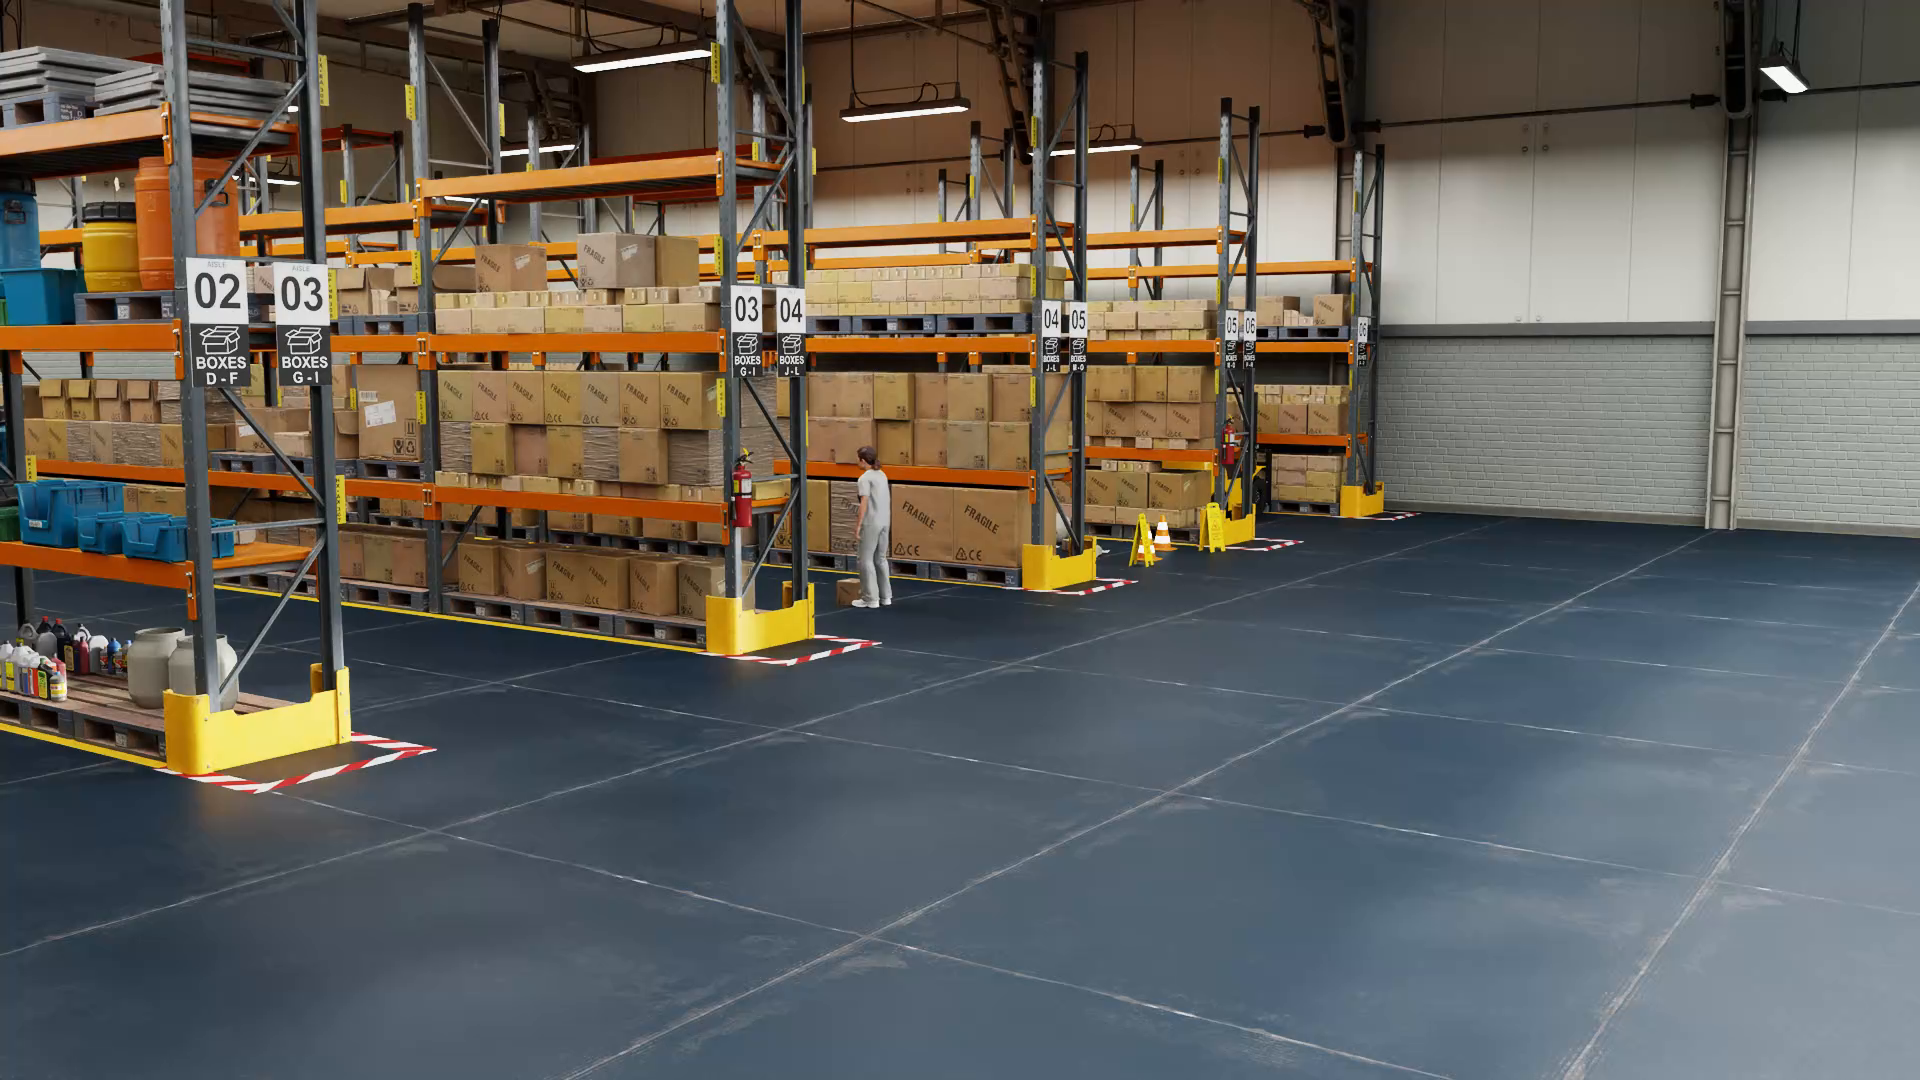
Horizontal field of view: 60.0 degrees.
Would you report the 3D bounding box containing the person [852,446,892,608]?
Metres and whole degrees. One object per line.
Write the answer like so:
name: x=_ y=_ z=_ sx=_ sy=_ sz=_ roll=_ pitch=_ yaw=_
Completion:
person: x=-0.911 y=-0.143 z=17.250 sx=0.352 sy=1.673 sz=0.511 roll=4 pitch=7 yaw=31
